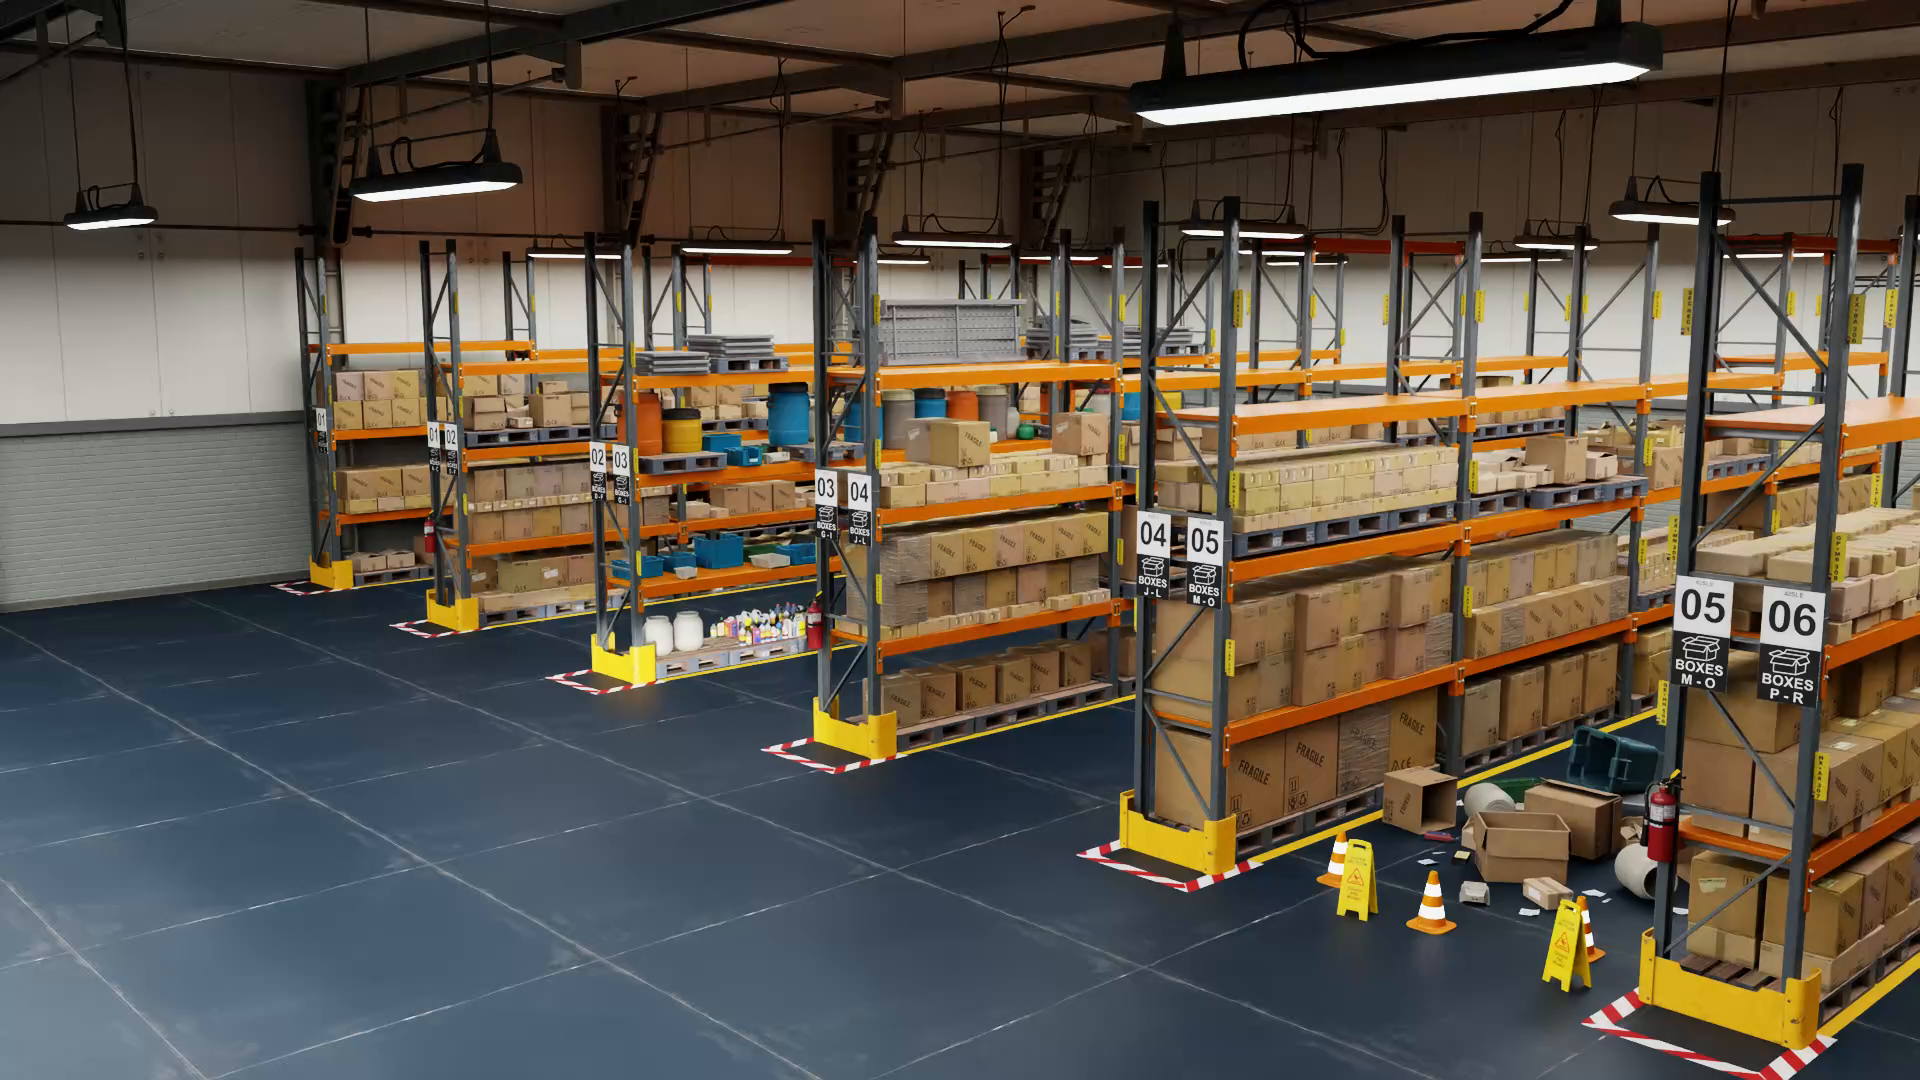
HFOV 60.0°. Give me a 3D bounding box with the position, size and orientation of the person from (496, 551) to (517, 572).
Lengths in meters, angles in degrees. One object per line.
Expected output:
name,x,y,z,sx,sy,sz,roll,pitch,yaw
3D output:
person,-8.258,-0.082,30.166,0.423,1.659,0.441,-2,9,-10

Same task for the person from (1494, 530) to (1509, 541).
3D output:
person,8.294,0.616,25.448,0.615,1.687,0.974,7,11,41
